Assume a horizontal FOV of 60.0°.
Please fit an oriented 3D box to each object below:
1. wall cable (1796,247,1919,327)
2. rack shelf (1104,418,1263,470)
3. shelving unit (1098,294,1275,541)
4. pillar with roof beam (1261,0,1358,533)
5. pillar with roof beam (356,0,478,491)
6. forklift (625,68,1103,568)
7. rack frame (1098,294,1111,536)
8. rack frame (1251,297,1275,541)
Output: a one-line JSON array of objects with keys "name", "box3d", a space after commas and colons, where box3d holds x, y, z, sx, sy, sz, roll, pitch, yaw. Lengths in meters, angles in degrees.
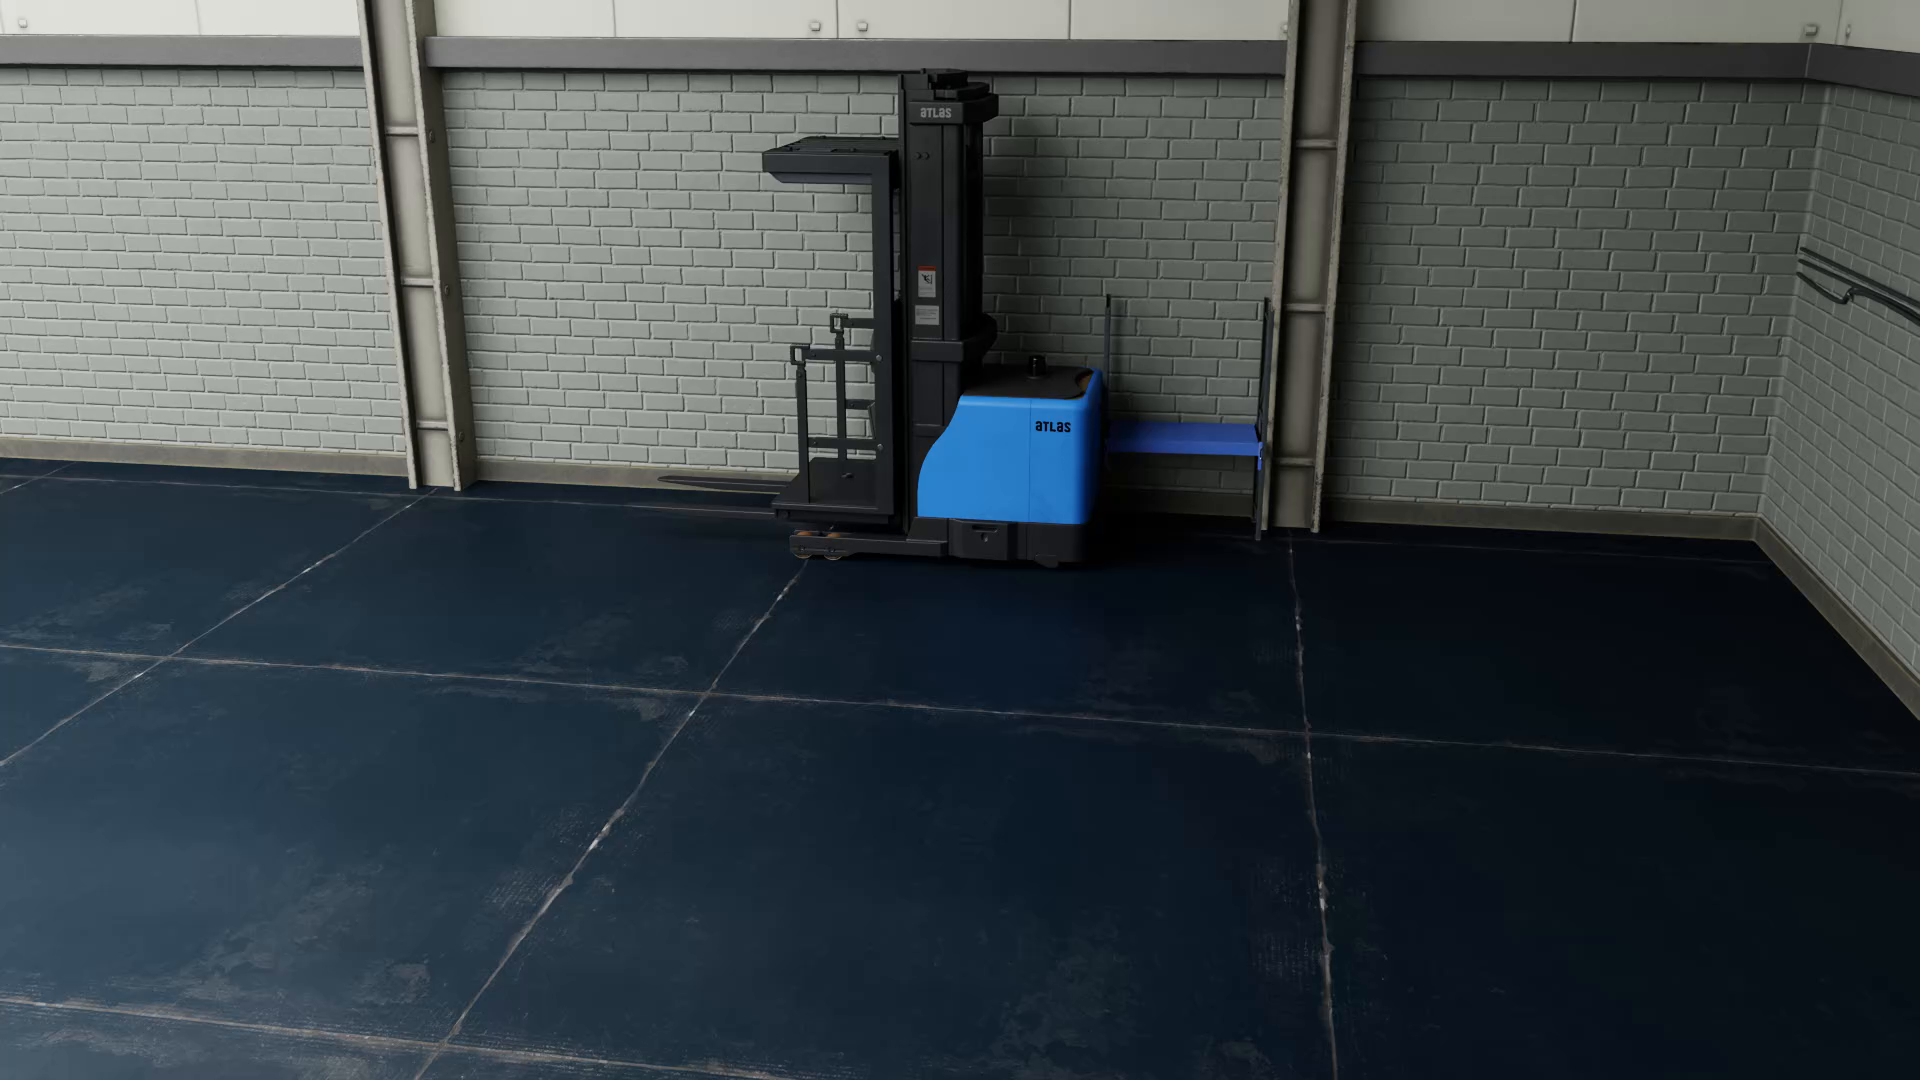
[{"name": "wall cable", "box3d": [4.897, -2.340, 8.508, 0.112, 2.526, 3.097, 3, 19, 9]}, {"name": "rack shelf", "box3d": [1.452, -0.631, 10.877, 1.000, 0.185, 0.538, 2, 19, 6]}, {"name": "shelving unit", "box3d": [1.452, -0.801, 10.820, 1.048, 1.500, 0.538, 2, 19, 6]}, {"name": "pillar with roof beam", "box3d": [1.515, -3.026, 5.666, 0.400, 9.000, 9.100, 3, 19, 9]}, {"name": "pillar with roof beam", "box3d": [-4.409, -3.328, 6.568, 0.400, 9.000, 9.100, 3, 19, 9]}, {"name": "forklift", "box3d": [-0.621, -1.424, 10.439, 3.031, 2.935, 1.130, 3, 19, 9]}, {"name": "rack frame", "box3d": [0.947, -0.819, 10.870, 0.032, 1.500, 0.500, 2, 19, 6]}, {"name": "rack frame", "box3d": [1.958, -0.784, 10.770, 0.032, 1.500, 0.500, 2, 19, 6]}]
